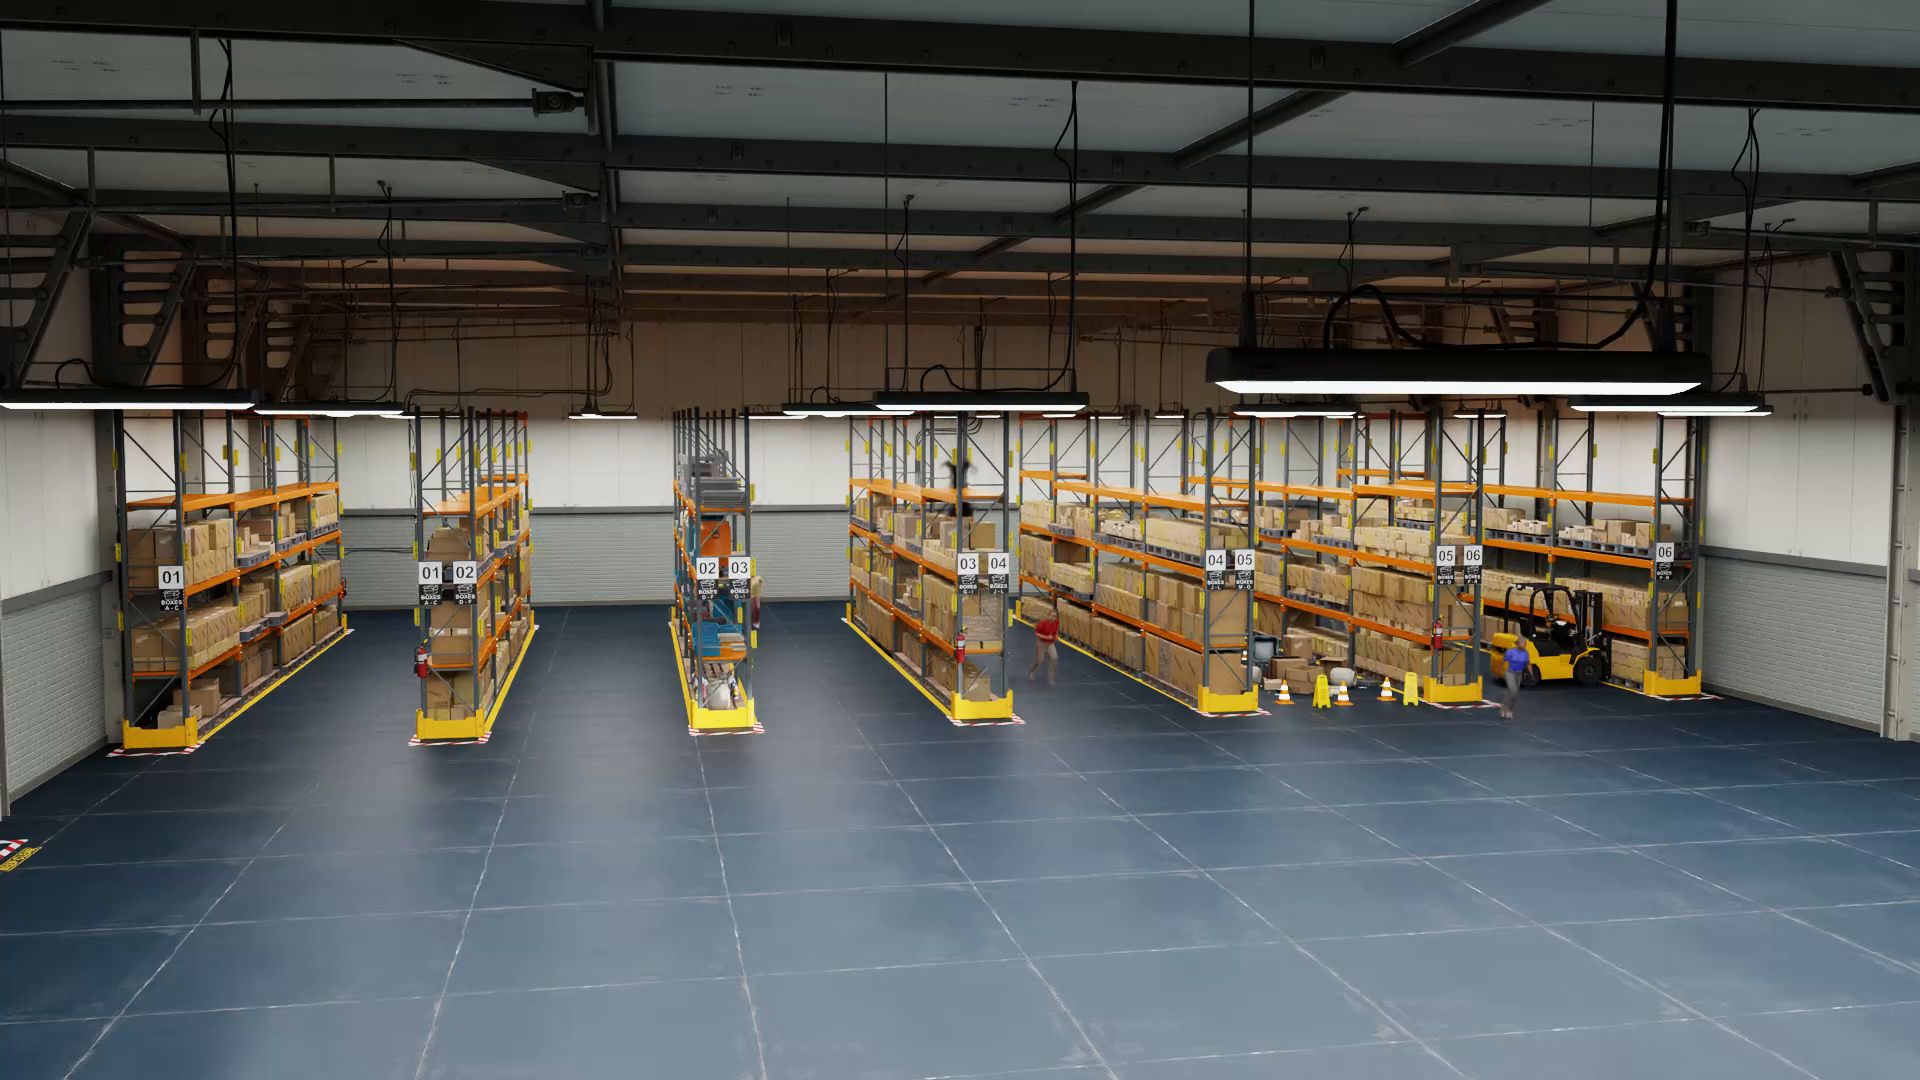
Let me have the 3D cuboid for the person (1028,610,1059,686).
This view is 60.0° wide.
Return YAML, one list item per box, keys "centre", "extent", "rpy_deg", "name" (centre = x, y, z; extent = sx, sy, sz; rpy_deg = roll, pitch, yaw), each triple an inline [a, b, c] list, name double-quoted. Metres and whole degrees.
- centre: [1.834, 2.353, 36.346]
  extent: [0.708, 1.705, 1.015]
  rpy_deg: [-3, 5, -33]
  name: "person"

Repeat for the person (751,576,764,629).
- centre: [-5.715, 1.608, 46.145]
  extent: [0.558, 1.703, 0.688]
  rpy_deg: [0, 4, -6]
  name: "person"

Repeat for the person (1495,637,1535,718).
- centre: [10.685, 2.638, 32.014]
  extent: [0.548, 1.605, 0.746]
  rpy_deg: [-1, 4, -19]
  name: "person"

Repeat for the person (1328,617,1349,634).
- centre: [9.900, 1.785, 43.477]
  extent: [0.710, 1.715, 0.976]
  rpy_deg: [-1, 4, -18]
  name: "person"
